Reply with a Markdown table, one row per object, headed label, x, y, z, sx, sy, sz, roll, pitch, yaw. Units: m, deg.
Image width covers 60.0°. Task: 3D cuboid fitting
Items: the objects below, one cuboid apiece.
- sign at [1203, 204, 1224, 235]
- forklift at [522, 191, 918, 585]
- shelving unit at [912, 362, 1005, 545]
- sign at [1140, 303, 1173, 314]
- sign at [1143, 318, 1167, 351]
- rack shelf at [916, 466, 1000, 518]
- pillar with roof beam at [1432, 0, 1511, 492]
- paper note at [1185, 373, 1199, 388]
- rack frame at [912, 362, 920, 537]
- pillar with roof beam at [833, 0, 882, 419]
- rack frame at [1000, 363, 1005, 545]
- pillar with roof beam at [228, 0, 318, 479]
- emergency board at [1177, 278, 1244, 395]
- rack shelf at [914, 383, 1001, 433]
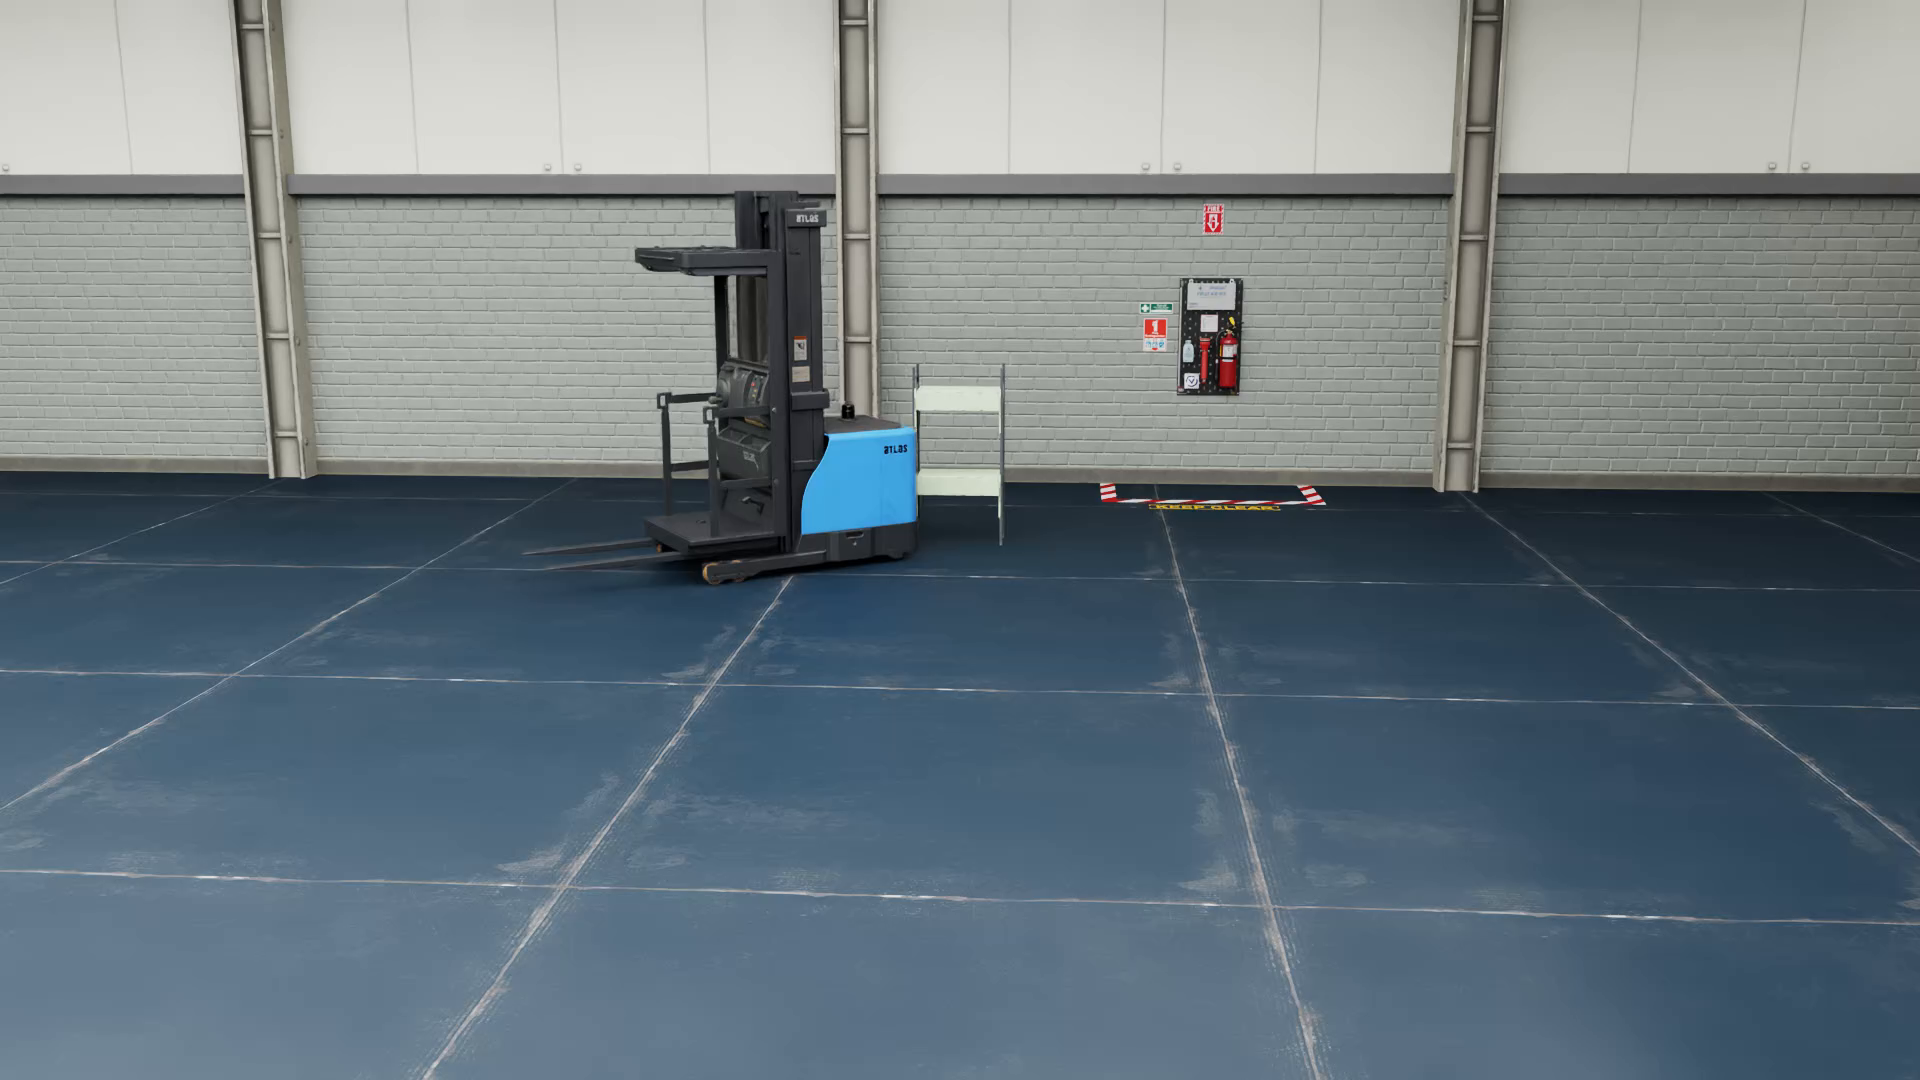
| label | x | y | z | sx | sy | sz | roll | pitch | yaw |
| --- | --- | --- | --- | --- | --- | --- | --- | --- | --- |
| sign | 2.506 | -3.173 | 16.451 | 0.199 | 0.298 | 0.001 | 1 | 12 | 4 |
| forklift | -1.878 | -1.218 | 12.932 | 3.031 | 2.935 | 1.130 | -7 | 14 | -29 |
| shelving unit | -0.007 | -0.734 | 14.115 | 0.755 | 1.500 | 0.431 | 1 | 12 | 4 |
| sign | 1.967 | -2.322 | 16.660 | 0.331 | 0.109 | 0.001 | 1 | 12 | 4 |
| sign | 1.963 | -2.064 | 16.724 | 0.234 | 0.329 | 0.001 | 1 | 12 | 4 |
| rack shelf | -0.007 | -0.415 | 14.182 | 0.720 | 0.370 | 0.431 | 1 | 12 | 4 |
| pillar with roof beam | 4.683 | -4.034 | 11.573 | 0.400 | 9.000 | 9.100 | 1 | 12 | 4 |
| paper note | 2.336 | -1.604 | 16.759 | 0.142 | 0.148 | 0.016 | 1 | 12 | 4 |
| rack frame | -0.372 | -0.739 | 14.139 | 0.023 | 1.500 | 0.400 | 1 | 12 | 4 |
| pillar with roof beam | -1.303 | -4.116 | 11.965 | 0.400 | 9.000 | 9.100 | 1 | 12 | 4 |
| rack frame | 0.359 | -0.729 | 14.091 | 0.023 | 1.500 | 0.400 | 1 | 12 | 4 |
| pillar with roof beam | -7.290 | -4.198 | 12.358 | 0.400 | 9.000 | 9.100 | 1 | 12 | 4 |
| emergency board | 2.508 | -2.018 | 16.590 | 0.643 | 1.169 | 0.194 | 1 | 12 | 4 |
| rack shelf | -0.007 | -1.116 | 14.035 | 0.720 | 0.370 | 0.431 | 1 | 12 | 4 |
